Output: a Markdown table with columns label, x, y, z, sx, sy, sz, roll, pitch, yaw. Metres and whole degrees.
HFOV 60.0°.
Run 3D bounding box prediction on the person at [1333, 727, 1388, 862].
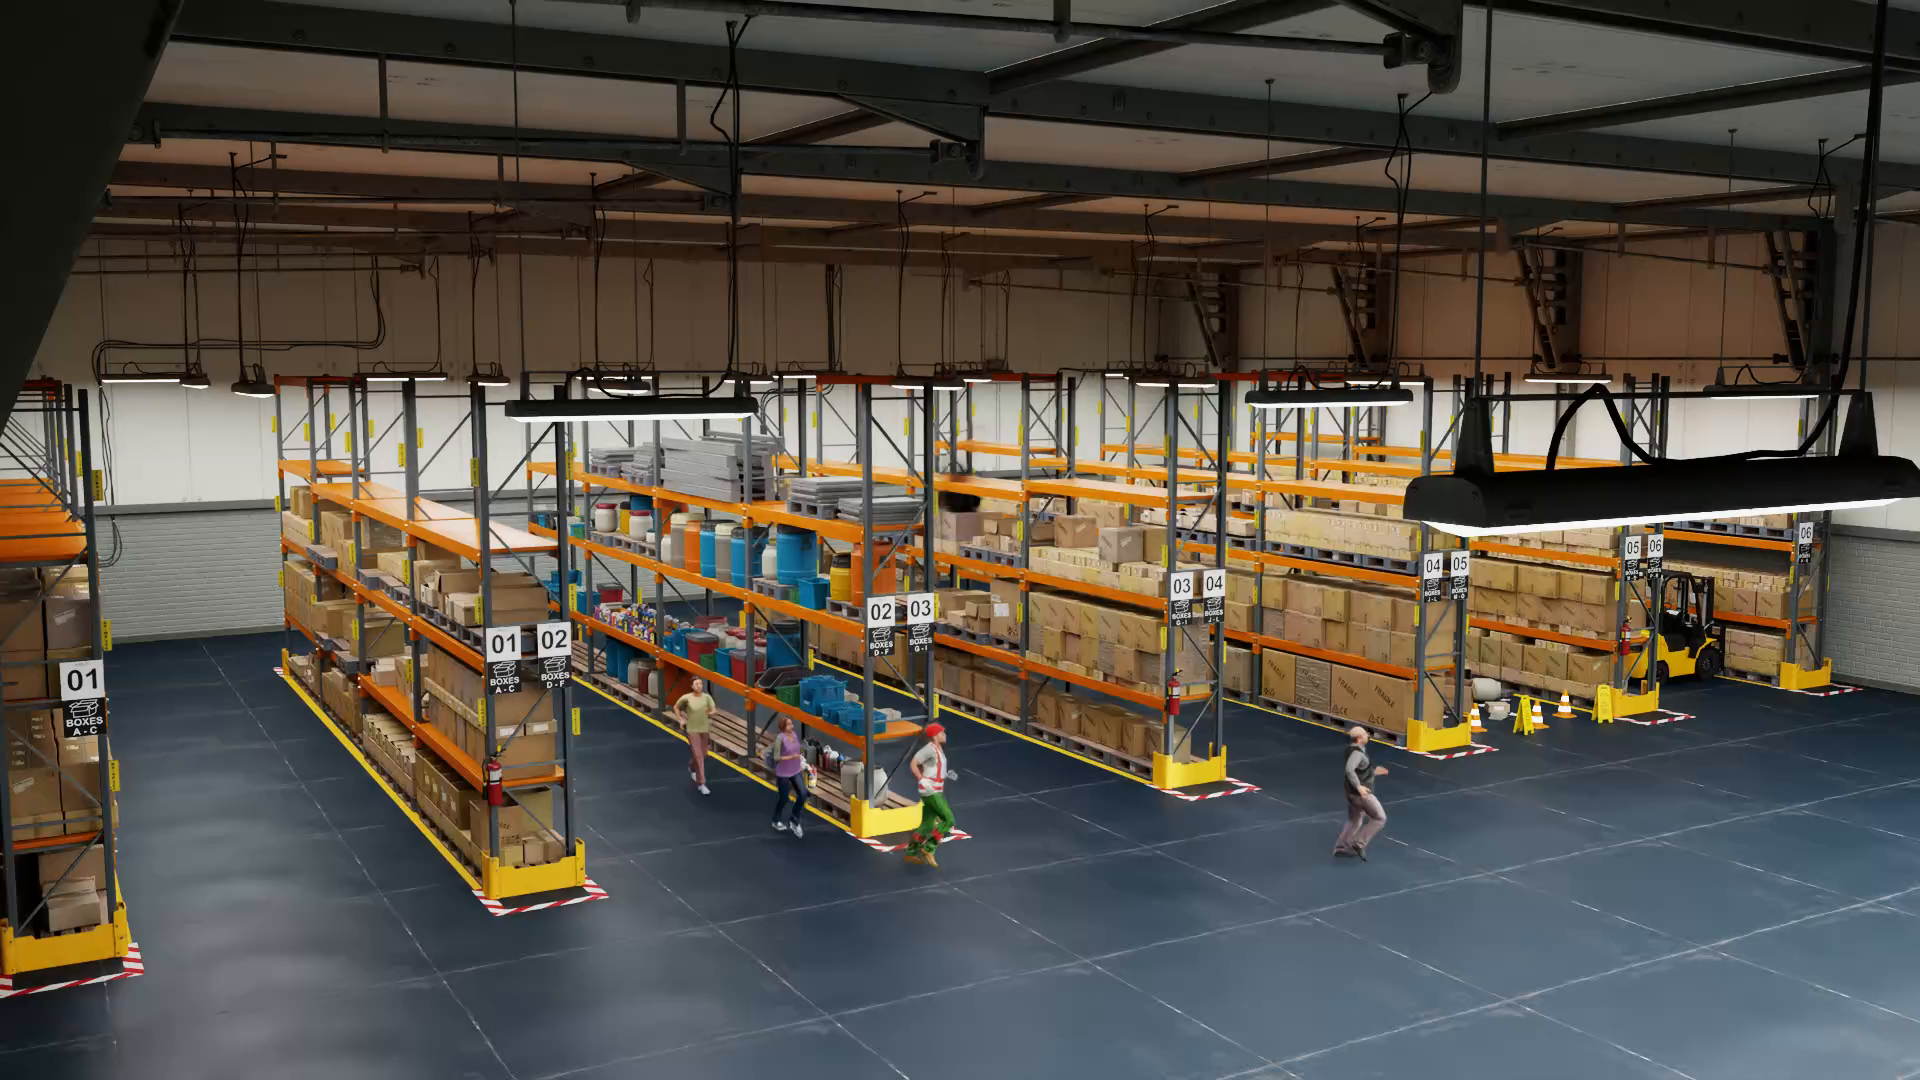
| label | x | y | z | sx | sy | sz | roll | pitch | yaw |
| --- | --- | --- | --- | --- | --- | --- | --- | --- | --- |
| person | 5.053 | 3.191 | 20.911 | 0.678 | 1.702 | 0.630 | -1 | 6 | -5 |

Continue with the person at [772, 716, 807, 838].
| label | x | y | z | sx | sy | sz | roll | pitch | yaw |
| --- | --- | --- | --- | --- | --- | --- | --- | --- | --- |
| person | -2.260 | 3.133 | 22.025 | 0.513 | 1.632 | 0.657 | -6 | 8 | -43 |

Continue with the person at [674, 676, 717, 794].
| label | x | y | z | sx | sy | sz | roll | pitch | yaw |
| --- | --- | --- | --- | --- | --- | --- | --- | --- | --- |
| person | -3.840 | 2.811 | 24.375 | 0.573 | 1.659 | 0.955 | -4 | 7 | -31 |

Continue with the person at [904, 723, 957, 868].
| label | x | y | z | sx | sy | sz | roll | pitch | yaw |
| --- | --- | --- | --- | --- | --- | --- | --- | --- | --- |
| person | -0.319 | 3.176 | 20.866 | 0.578 | 1.760 | 0.681 | 0 | 6 | 4 |
